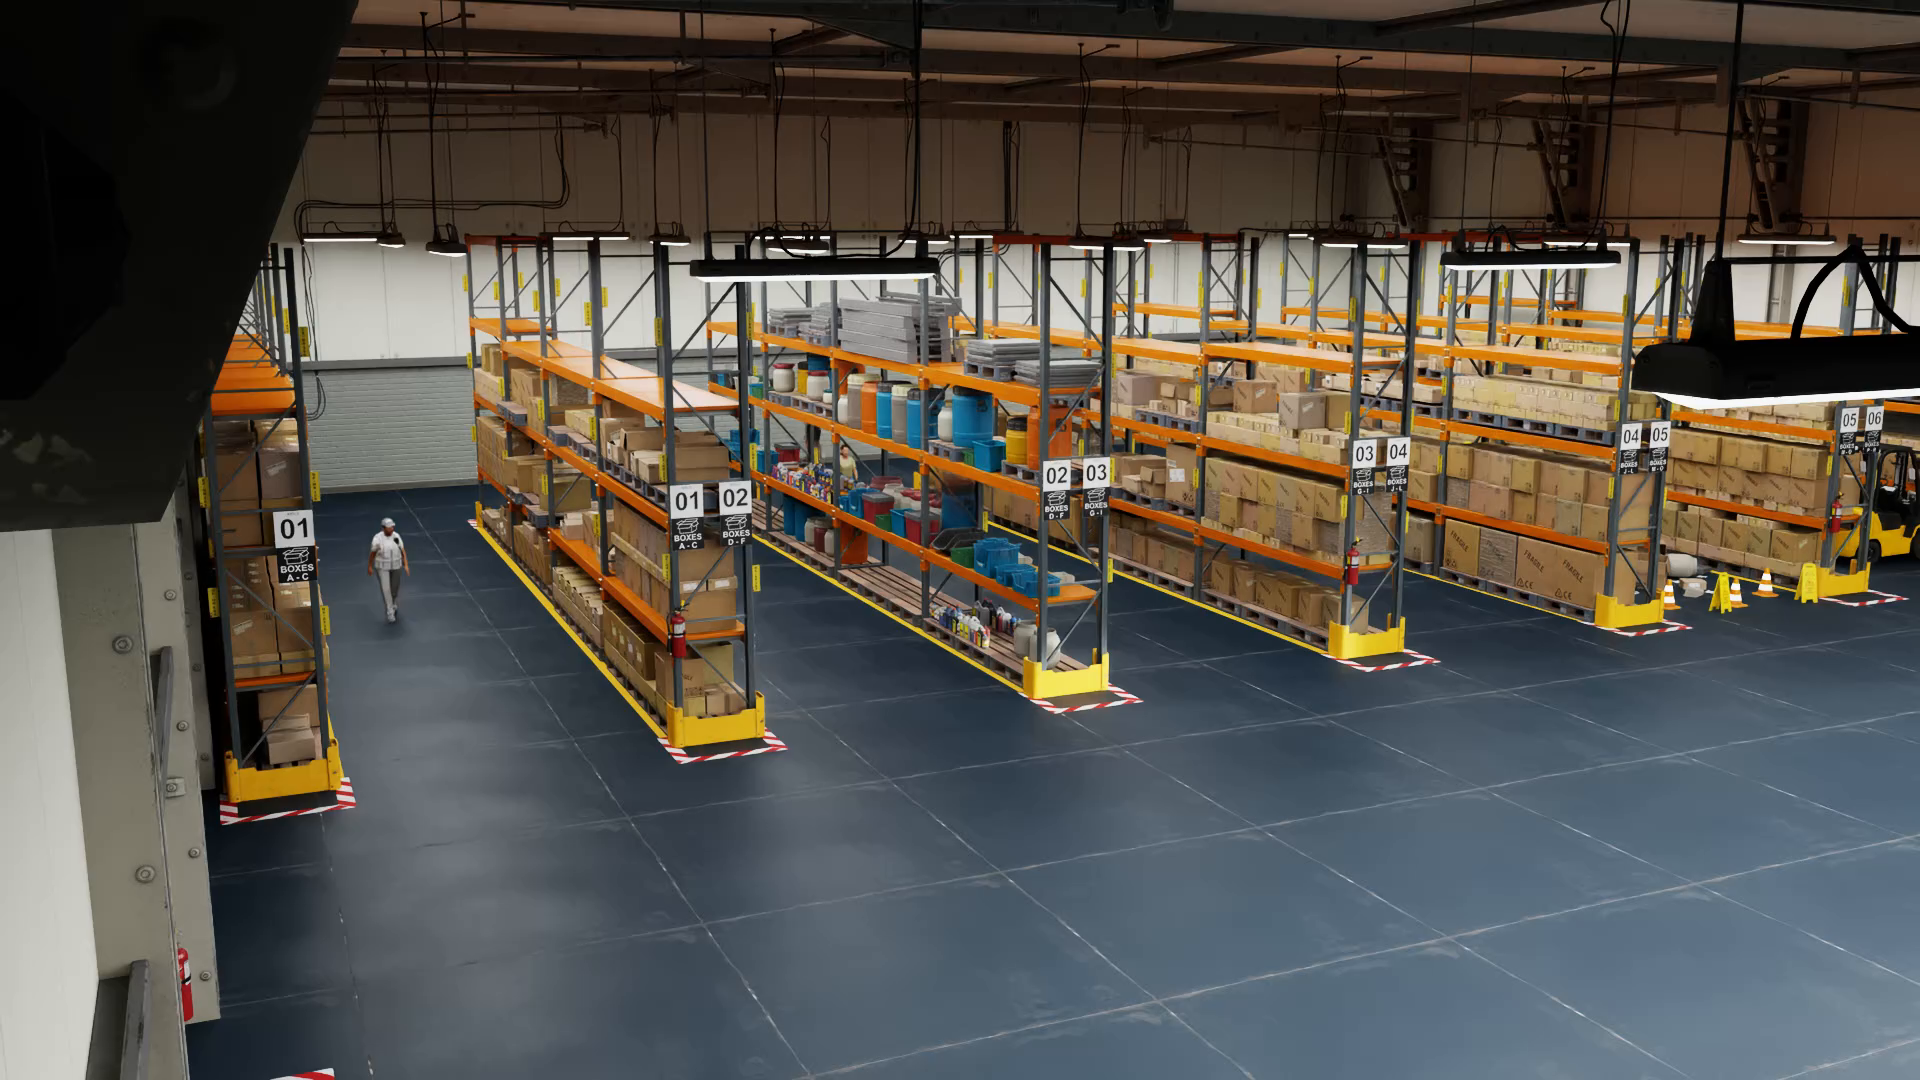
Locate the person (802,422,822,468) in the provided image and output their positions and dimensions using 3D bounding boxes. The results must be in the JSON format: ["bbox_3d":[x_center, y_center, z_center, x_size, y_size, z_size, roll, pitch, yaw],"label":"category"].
[{"bbox_3d":[-3.699,-2.471,41.286,0.602,1.709,0.538,4,12,19],"label":"person"}]

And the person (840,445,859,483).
[{"bbox_3d":[-2.394,-1.215,35.063,0.475,1.610,1.058,-5,12,-26],"label":"person"}]

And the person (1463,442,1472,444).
[{"bbox_3d":[10.533,-1.156,34.473,0.445,1.774,0.597,8,14,36],"label":"person"}]

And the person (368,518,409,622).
[{"bbox_3d":[-9.128,0.438,26.557,0.568,1.599,1.052,-7,13,-32],"label":"person"}]
